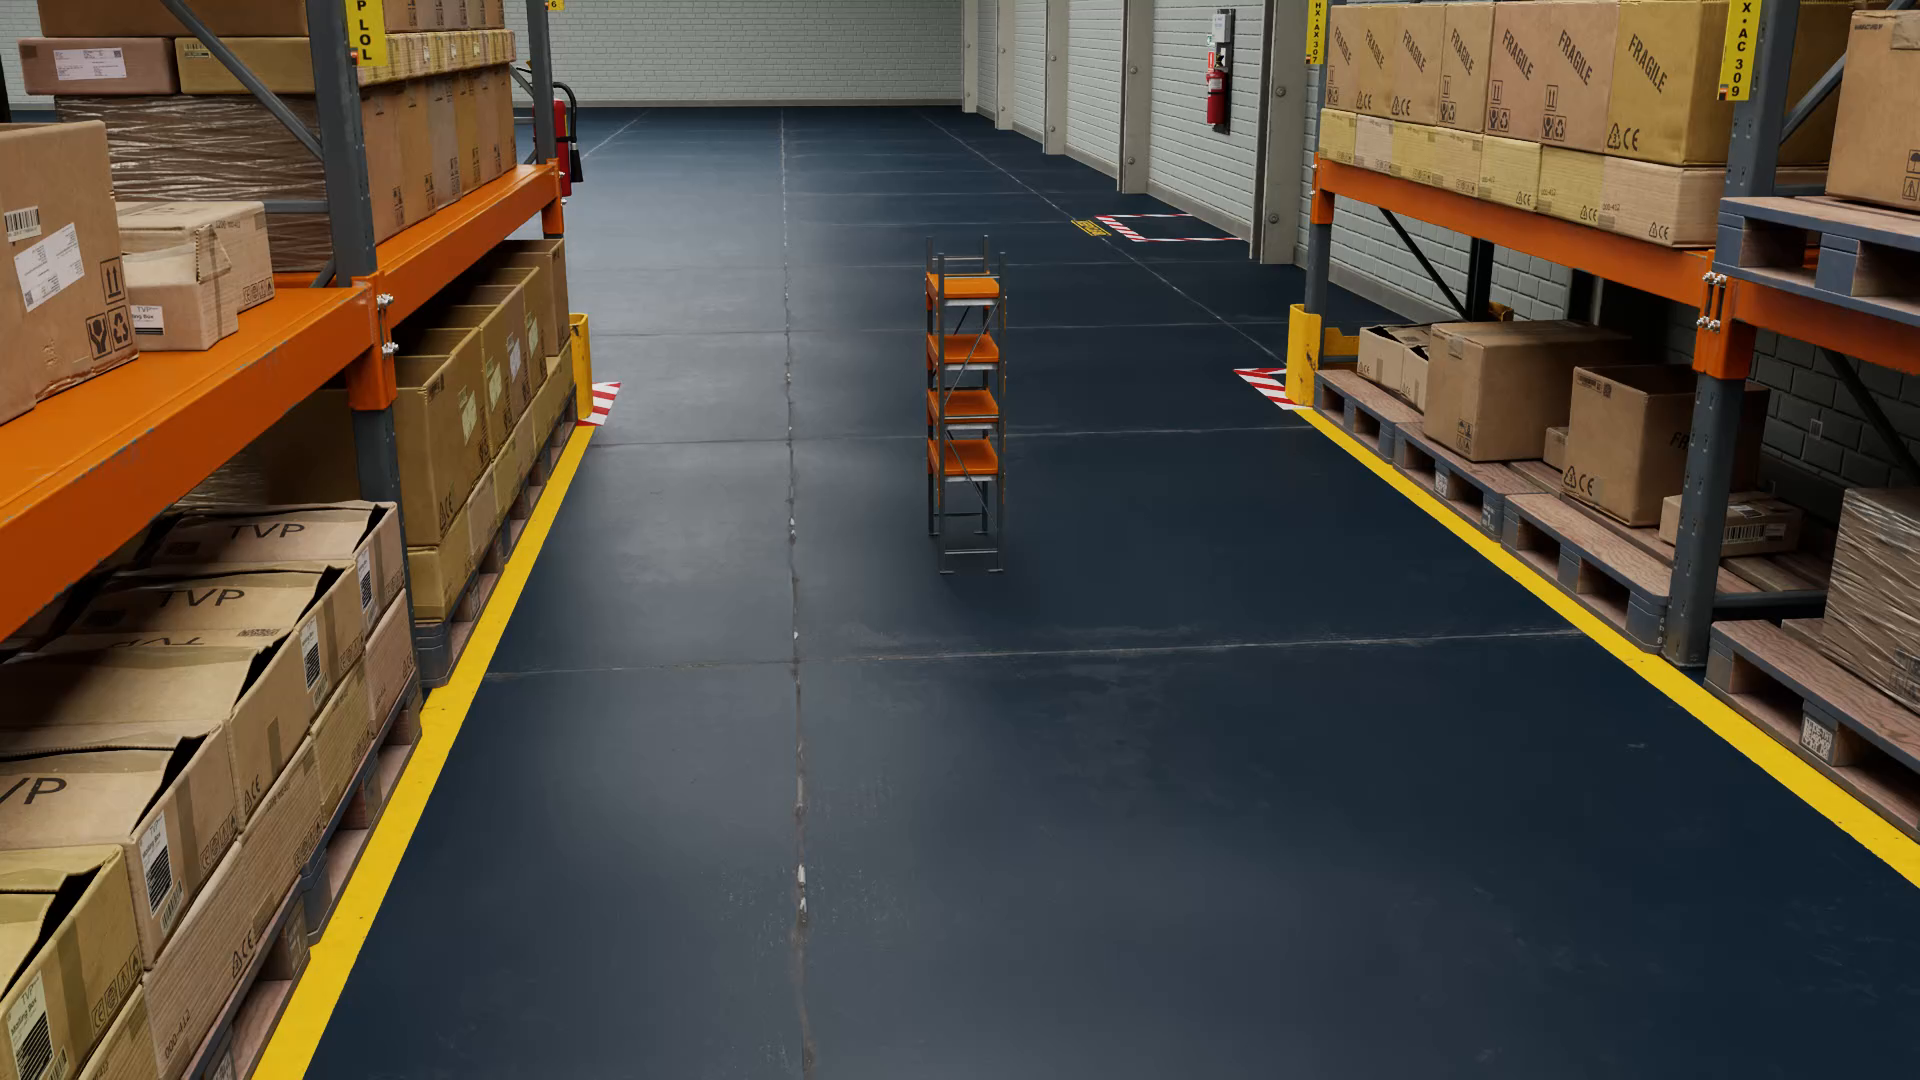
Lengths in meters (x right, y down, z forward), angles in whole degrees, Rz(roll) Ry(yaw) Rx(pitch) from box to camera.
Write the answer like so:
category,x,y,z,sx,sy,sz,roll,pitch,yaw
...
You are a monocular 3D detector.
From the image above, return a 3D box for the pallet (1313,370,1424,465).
category,x,y,z,sx,sy,sz,roll,pitch,yaw
pallet,2.446,-0.642,8.371,1.003,0.211,1.213,-2,18,-6

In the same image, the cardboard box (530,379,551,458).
category,x,y,z,sx,sy,sz,roll,pitch,yaw
cardboard box,-2.072,-0.525,7.230,0.500,0.250,0.500,-2,18,-6

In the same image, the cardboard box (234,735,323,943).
category,x,y,z,sx,sy,sz,roll,pitch,yaw
cardboard box,-1.691,0.637,3.531,0.500,0.250,0.500,-1,17,-4

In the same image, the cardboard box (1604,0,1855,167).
category,x,y,z,sx,sy,sz,roll,pitch,yaw
cardboard box,2.445,-1.474,5.329,0.500,0.500,0.500,-2,18,-6

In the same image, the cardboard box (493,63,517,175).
category,x,y,z,sx,sy,sz,roll,pitch,yaw
cardboard box,-2.502,-1.993,7.849,0.700,0.500,0.500,-2,18,-6

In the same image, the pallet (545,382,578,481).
category,x,y,z,sx,sy,sz,roll,pitch,yaw
pallet,-2.417,-0.527,8.005,1.003,0.211,1.213,-2,18,-6

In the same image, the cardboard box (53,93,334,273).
category,x,y,z,sx,sy,sz,roll,pitch,yaw
cardboard box,-2.177,-1.072,4.918,0.700,0.500,0.500,-2,18,-7

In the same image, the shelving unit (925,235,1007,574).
category,x,y,z,sx,sy,sz,roll,pitch,yaw
shelving unit,0.017,-0.523,6.340,0.258,1.200,0.503,-2,18,-6

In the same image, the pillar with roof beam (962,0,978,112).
category,x,y,z,sx,sy,sz,roll,pitch,yaw
pillar with roof beam,-4.055,-13.724,35.368,9.100,9.000,0.400,-2,18,-6

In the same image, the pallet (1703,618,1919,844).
category,x,y,z,sx,sy,sz,roll,pitch,yaw
pallet,2.883,0.516,4.683,1.003,0.211,1.213,-2,18,-6

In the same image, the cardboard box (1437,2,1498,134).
category,x,y,z,sx,sy,sz,roll,pitch,yaw
cardboard box,2.293,-1.928,6.774,0.500,0.500,0.500,-1,17,-4

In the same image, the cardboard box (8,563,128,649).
category,x,y,z,sx,sy,sz,roll,pitch,yaw
cardboard box,-2.284,0.231,3.885,0.500,0.311,0.500,-2,18,-6

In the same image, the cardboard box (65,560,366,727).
category,x,y,z,sx,sy,sz,roll,pitch,yaw
cardboard box,-1.738,0.218,3.928,0.500,0.311,0.500,-1,17,-4

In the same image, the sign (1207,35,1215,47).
category,x,y,z,sx,sy,sz,roll,pitch,yaw
sign,2.523,-5.018,16.708,0.001,0.109,0.331,-2,18,-6

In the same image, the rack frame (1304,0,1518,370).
category,x,y,z,sx,sy,sz,roll,pitch,yaw
rack frame,2.389,-2.239,8.800,1.000,3.000,0.127,-2,18,-6

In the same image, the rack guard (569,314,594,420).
category,x,y,z,sx,sy,sz,roll,pitch,yaw
rack guard,-2.540,-0.899,8.706,1.175,0.500,0.348,-2,18,-6

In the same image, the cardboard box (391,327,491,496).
category,x,y,z,sx,sy,sz,roll,pitch,yaw
cardboard box,-1.921,-0.435,5.694,0.500,0.500,0.500,-2,18,-6

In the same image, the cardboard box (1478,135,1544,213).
category,x,y,z,sx,sy,sz,roll,pitch,yaw
cardboard box,2.341,-1.415,6.392,0.500,0.250,0.500,-2,18,-6

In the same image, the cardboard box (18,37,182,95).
category,x,y,z,sx,sy,sz,roll,pitch,yaw
cardboard box,-2.366,-1.324,4.637,0.380,0.149,0.250,-2,18,-6

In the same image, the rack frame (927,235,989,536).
category,x,y,z,sx,sy,sz,roll,pitch,yaw
rack frame,-0.008,-0.596,6.572,0.240,1.200,0.015,-2,18,-6

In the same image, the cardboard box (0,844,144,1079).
category,x,y,z,sx,sy,sz,roll,pitch,yaw
cardboard box,-1.587,0.670,2.489,0.500,0.311,0.500,-2,18,-7

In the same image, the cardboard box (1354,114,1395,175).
category,x,y,z,sx,sy,sz,roll,pitch,yaw
cardboard box,2.191,-1.867,7.833,0.500,0.250,0.500,-2,18,-7

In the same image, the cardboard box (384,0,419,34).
category,x,y,z,sx,sy,sz,roll,pitch,yaw
cardboard box,-2.282,-1.991,5.678,0.700,0.500,0.500,-2,18,-6

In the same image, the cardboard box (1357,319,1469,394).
category,x,y,z,sx,sy,sz,roll,pitch,yaw
cardboard box,2.371,-0.957,8.471,0.500,0.311,0.500,-4,18,-12

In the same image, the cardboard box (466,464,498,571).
category,x,y,z,sx,sy,sz,roll,pitch,yaw
cardboard box,-1.918,-0.078,5.806,0.500,0.250,0.500,-2,18,-6

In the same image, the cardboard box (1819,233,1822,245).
category,x,y,z,sx,sy,sz,roll,pitch,yaw
cardboard box,2.966,-1.131,5.490,0.500,0.250,0.500,-2,17,-5

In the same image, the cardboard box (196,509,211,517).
category,x,y,z,sx,sy,sz,roll,pitch,yaw
cardboard box,-2.390,0.087,5.280,0.500,0.250,0.500,-2,18,-6

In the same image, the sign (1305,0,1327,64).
category,x,y,z,sx,sy,sz,roll,pitch,yaw
sign,1.849,-2.635,8.616,0.100,0.325,0.005,-2,18,-6

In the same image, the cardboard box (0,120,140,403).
category,x,y,z,sx,sy,sz,roll,pitch,yaw
cardboard box,-2.008,-0.554,3.267,0.500,0.500,0.500,-1,17,-2

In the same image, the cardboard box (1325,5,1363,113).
category,x,y,z,sx,sy,sz,roll,pitch,yaw
cardboard box,2.139,-2.383,8.224,0.500,0.500,0.500,-2,18,-6

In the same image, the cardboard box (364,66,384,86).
category,x,y,z,sx,sy,sz,roll,pitch,yaw
cardboard box,-2.015,-1.488,5.157,0.380,0.149,0.250,-2,18,-7

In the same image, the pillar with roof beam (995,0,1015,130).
category,x,y,z,sx,sy,sz,roll,pitch,yaw
pillar with roof beam,-3.436,-11.936,29.674,9.100,9.000,0.400,-2,18,-6

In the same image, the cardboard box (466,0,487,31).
category,x,y,z,sx,sy,sz,roll,pitch,yaw
cardboard box,-2.437,-2.439,7.106,0.700,0.500,0.500,-2,18,-7

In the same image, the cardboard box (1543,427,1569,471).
category,x,y,z,sx,sy,sz,roll,pitch,yaw
cardboard box,2.657,-0.374,6.884,0.380,0.149,0.250,-3,18,-10

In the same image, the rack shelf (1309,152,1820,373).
category,x,y,z,sx,sy,sz,roll,pitch,yaw
rack shelf,2.595,-1.299,7.009,1.077,0.370,4.000,-2,18,-6

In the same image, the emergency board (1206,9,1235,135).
category,x,y,z,sx,sy,sz,roll,pitch,yaw
emergency board,2.486,-4.582,16.263,0.194,1.169,0.643,-2,18,-6

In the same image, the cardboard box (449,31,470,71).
category,x,y,z,sx,sy,sz,roll,pitch,yaw
cardboard box,-2.174,-1.948,6.624,0.380,0.149,0.250,-1,17,-4

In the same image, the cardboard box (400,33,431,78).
category,x,y,z,sx,sy,sz,roll,pitch,yaw
cardboard box,-2.097,-1.720,5.897,0.380,0.149,0.250,-2,18,-7

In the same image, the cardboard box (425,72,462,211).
category,x,y,z,sx,sy,sz,roll,pitch,yaw
cardboard box,-2.340,-1.531,6.380,0.700,0.500,0.500,-1,17,-4

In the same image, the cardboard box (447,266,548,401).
category,x,y,z,sx,sy,sz,roll,pitch,yaw
cardboard box,-2.069,-0.883,7.118,0.500,0.500,0.500,-2,18,-6

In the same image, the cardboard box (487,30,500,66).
category,x,y,z,sx,sy,sz,roll,pitch,yaw
cardboard box,-2.254,-2.179,7.362,0.380,0.149,0.250,-2,18,-6

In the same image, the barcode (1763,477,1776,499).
category,x,y,z,sx,sy,sz,roll,pitch,yaw
barcode,3.012,-0.193,6.190,0.001,0.075,0.075,-2,18,-6

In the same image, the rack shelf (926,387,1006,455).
category,x,y,z,sx,sy,sz,roll,pitch,yaw
rack shelf,0.017,-0.459,6.360,0.258,0.148,0.480,-2,18,-6
